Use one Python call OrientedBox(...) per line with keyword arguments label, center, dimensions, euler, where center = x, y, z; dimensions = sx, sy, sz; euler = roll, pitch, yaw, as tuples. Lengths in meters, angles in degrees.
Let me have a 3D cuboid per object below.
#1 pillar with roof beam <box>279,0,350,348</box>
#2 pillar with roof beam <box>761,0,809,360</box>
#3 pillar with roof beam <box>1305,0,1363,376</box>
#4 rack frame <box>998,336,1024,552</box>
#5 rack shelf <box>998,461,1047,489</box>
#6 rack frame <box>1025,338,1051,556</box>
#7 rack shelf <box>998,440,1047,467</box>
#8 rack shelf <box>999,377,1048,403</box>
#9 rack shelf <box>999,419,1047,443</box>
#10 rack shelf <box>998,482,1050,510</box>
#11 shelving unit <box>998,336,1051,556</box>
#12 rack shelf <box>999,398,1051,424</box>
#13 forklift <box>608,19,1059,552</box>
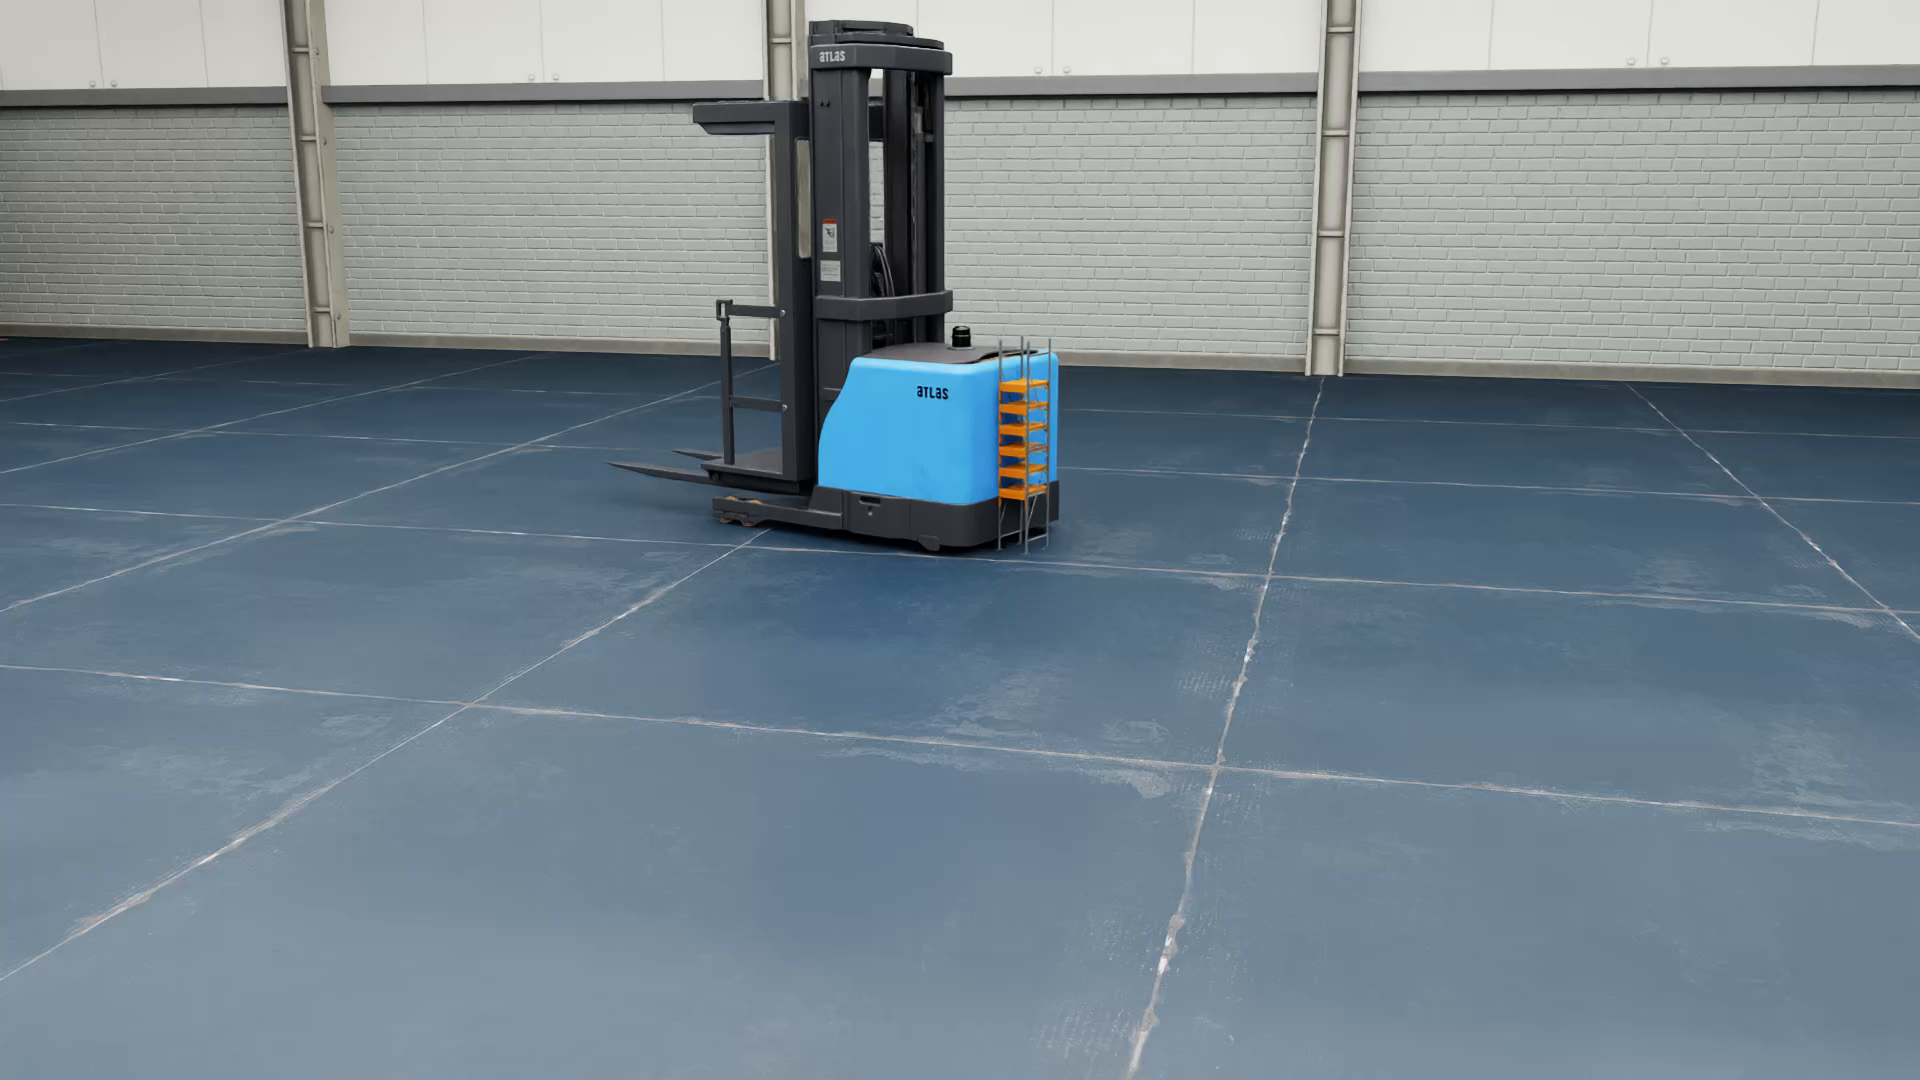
OrientedBox(label="pillar with roof beam", center=(-8.801, -5.879, 15.454), dimensions=(0.400, 9.000, 9.100), euler=(3, 13, 14))
OrientedBox(label="pillar with roof beam", center=(-2.976, -5.567, 14.051), dimensions=(0.400, 9.000, 9.100), euler=(3, 13, 14))
OrientedBox(label="pillar with roof beam", center=(2.849, -5.256, 12.648), dimensions=(0.400, 9.000, 9.100), euler=(3, 13, 14))
OrientedBox(label="rack frame", center=(0.288, -0.542, 9.405), dimensions=(0.006, 1.200, 0.240), euler=(9, 15, 34))
OrientedBox(label="rack shelf", center=(0.362, -0.370, 9.389), dimensions=(0.180, 0.103, 0.258), euler=(9, 15, 34))
OrientedBox(label="rack frame", center=(0.437, -0.519, 9.302), dimensions=(0.006, 1.200, 0.240), euler=(9, 15, 34))
OrientedBox(label="rack shelf", center=(0.362, -0.487, 9.363), dimensions=(0.180, 0.103, 0.258), euler=(9, 15, 34))
OrientedBox(label="rack shelf", center=(0.362, -0.838, 9.285), dimensions=(0.180, 0.103, 0.258), euler=(9, 15, 34))
OrientedBox(label="rack shelf", center=(0.362, -0.604, 9.337), dimensions=(0.180, 0.103, 0.258), euler=(9, 15, 34))
OrientedBox(label="rack shelf", center=(0.362, -0.253, 9.415), dimensions=(0.180, 0.103, 0.258), euler=(9, 15, 34))
OrientedBox(label="shelving unit", center=(0.362, -0.530, 9.354), dimensions=(0.189, 1.200, 0.258), euler=(9, 15, 34))
OrientedBox(label="rack shelf", center=(0.362, -0.721, 9.311), dimensions=(0.180, 0.103, 0.258), euler=(9, 15, 34))
OrientedBox(label="forklift", center=(-0.904, -1.593, 10.148), dimensions=(3.031, 2.935, 1.130), euler=(9, 15, 34))
